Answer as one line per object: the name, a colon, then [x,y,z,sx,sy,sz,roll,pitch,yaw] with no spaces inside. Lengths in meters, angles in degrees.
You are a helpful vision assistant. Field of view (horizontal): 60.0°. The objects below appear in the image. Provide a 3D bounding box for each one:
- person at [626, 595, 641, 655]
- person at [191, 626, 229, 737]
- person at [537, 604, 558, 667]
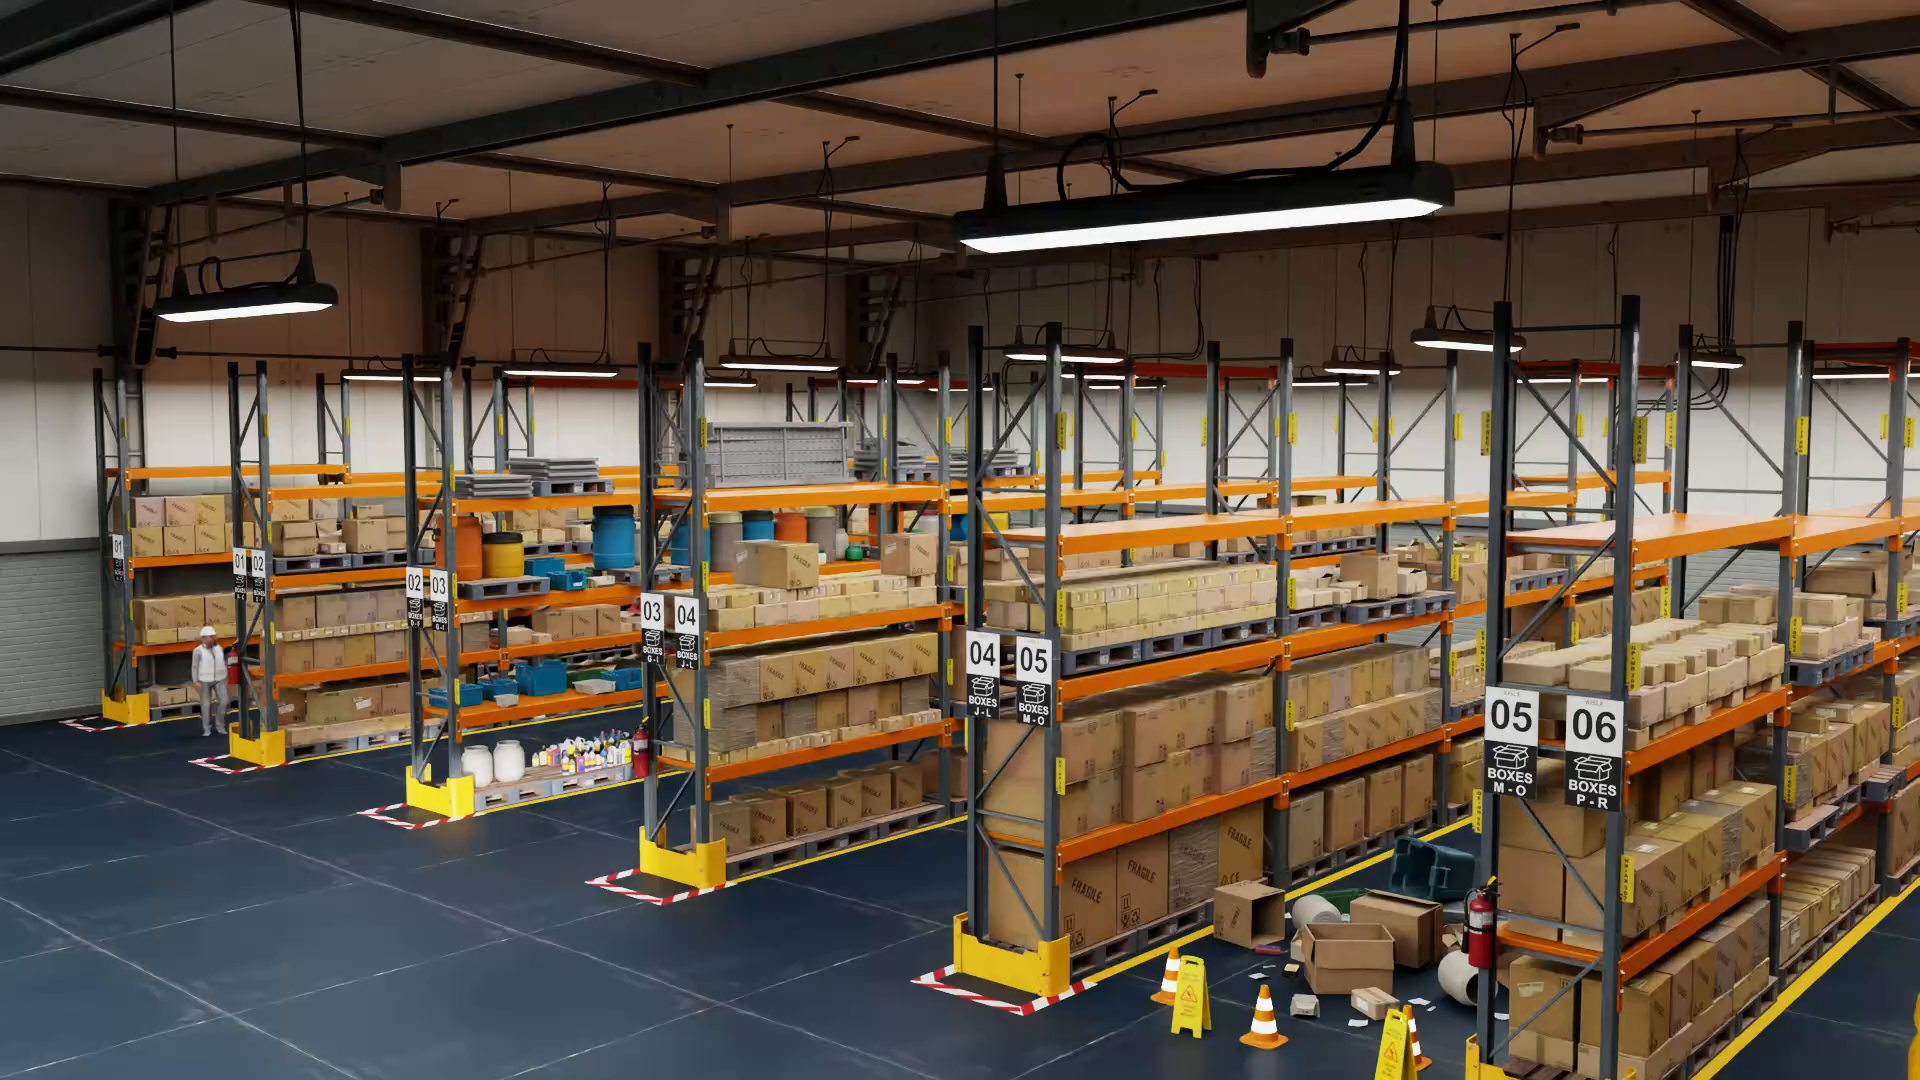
person: [-6.271,1.933,32.499,0.562,1.763,0.597,-1,4,-18]
person: [-12.216,2.316,27.095,0.579,1.819,0.417,-3,5,-39]
person: [-7.818,2.009,31.313,0.510,1.682,0.506,0,4,-2]
